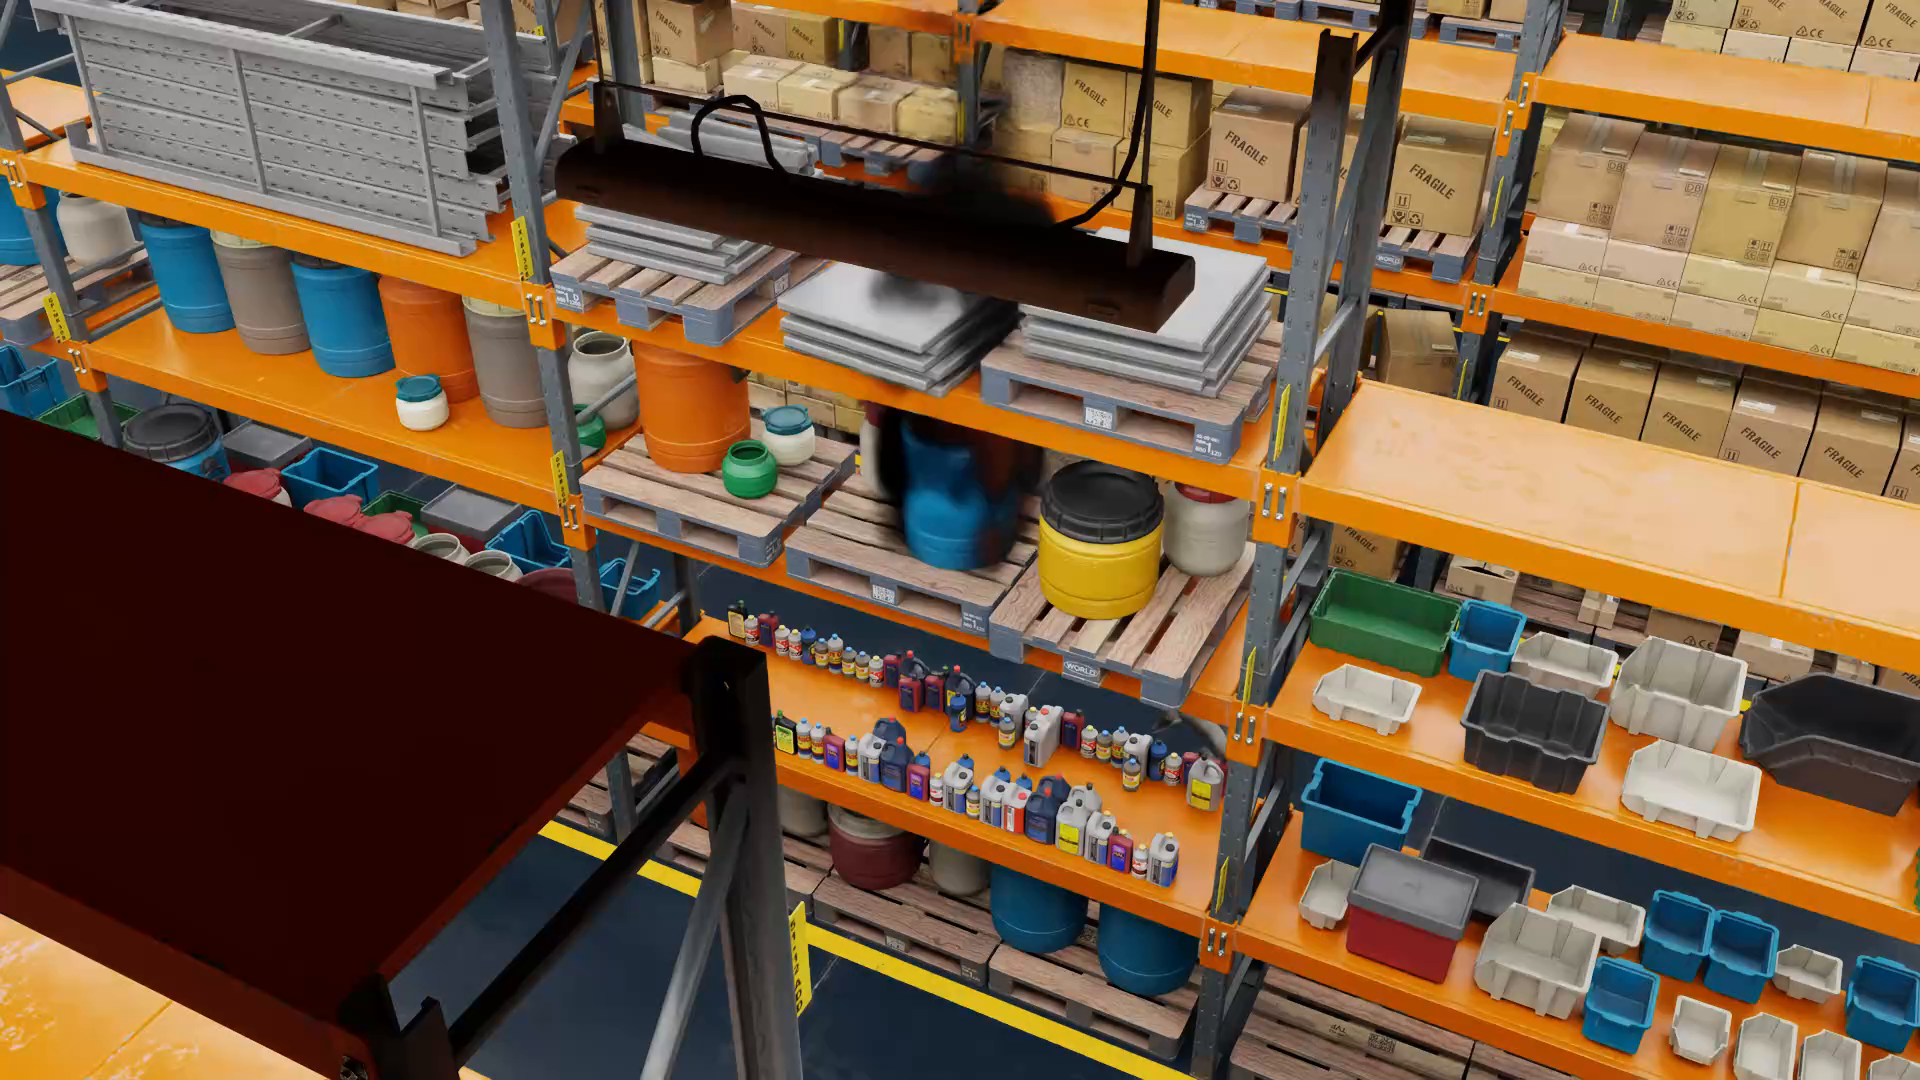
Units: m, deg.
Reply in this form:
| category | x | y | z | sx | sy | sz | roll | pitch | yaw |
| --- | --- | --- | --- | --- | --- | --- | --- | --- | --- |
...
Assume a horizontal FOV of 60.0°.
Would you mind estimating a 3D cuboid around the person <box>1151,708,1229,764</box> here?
| category | x | y | z | sx | sy | sz | roll | pitch | yaw |
| --- | --- | --- | --- | --- | --- | --- | --- | --- | --- |
| person | 1.482 | 0.801 | 10.882 | 0.858 | 1.831 | 0.652 | 26 | 43 | 32 |
